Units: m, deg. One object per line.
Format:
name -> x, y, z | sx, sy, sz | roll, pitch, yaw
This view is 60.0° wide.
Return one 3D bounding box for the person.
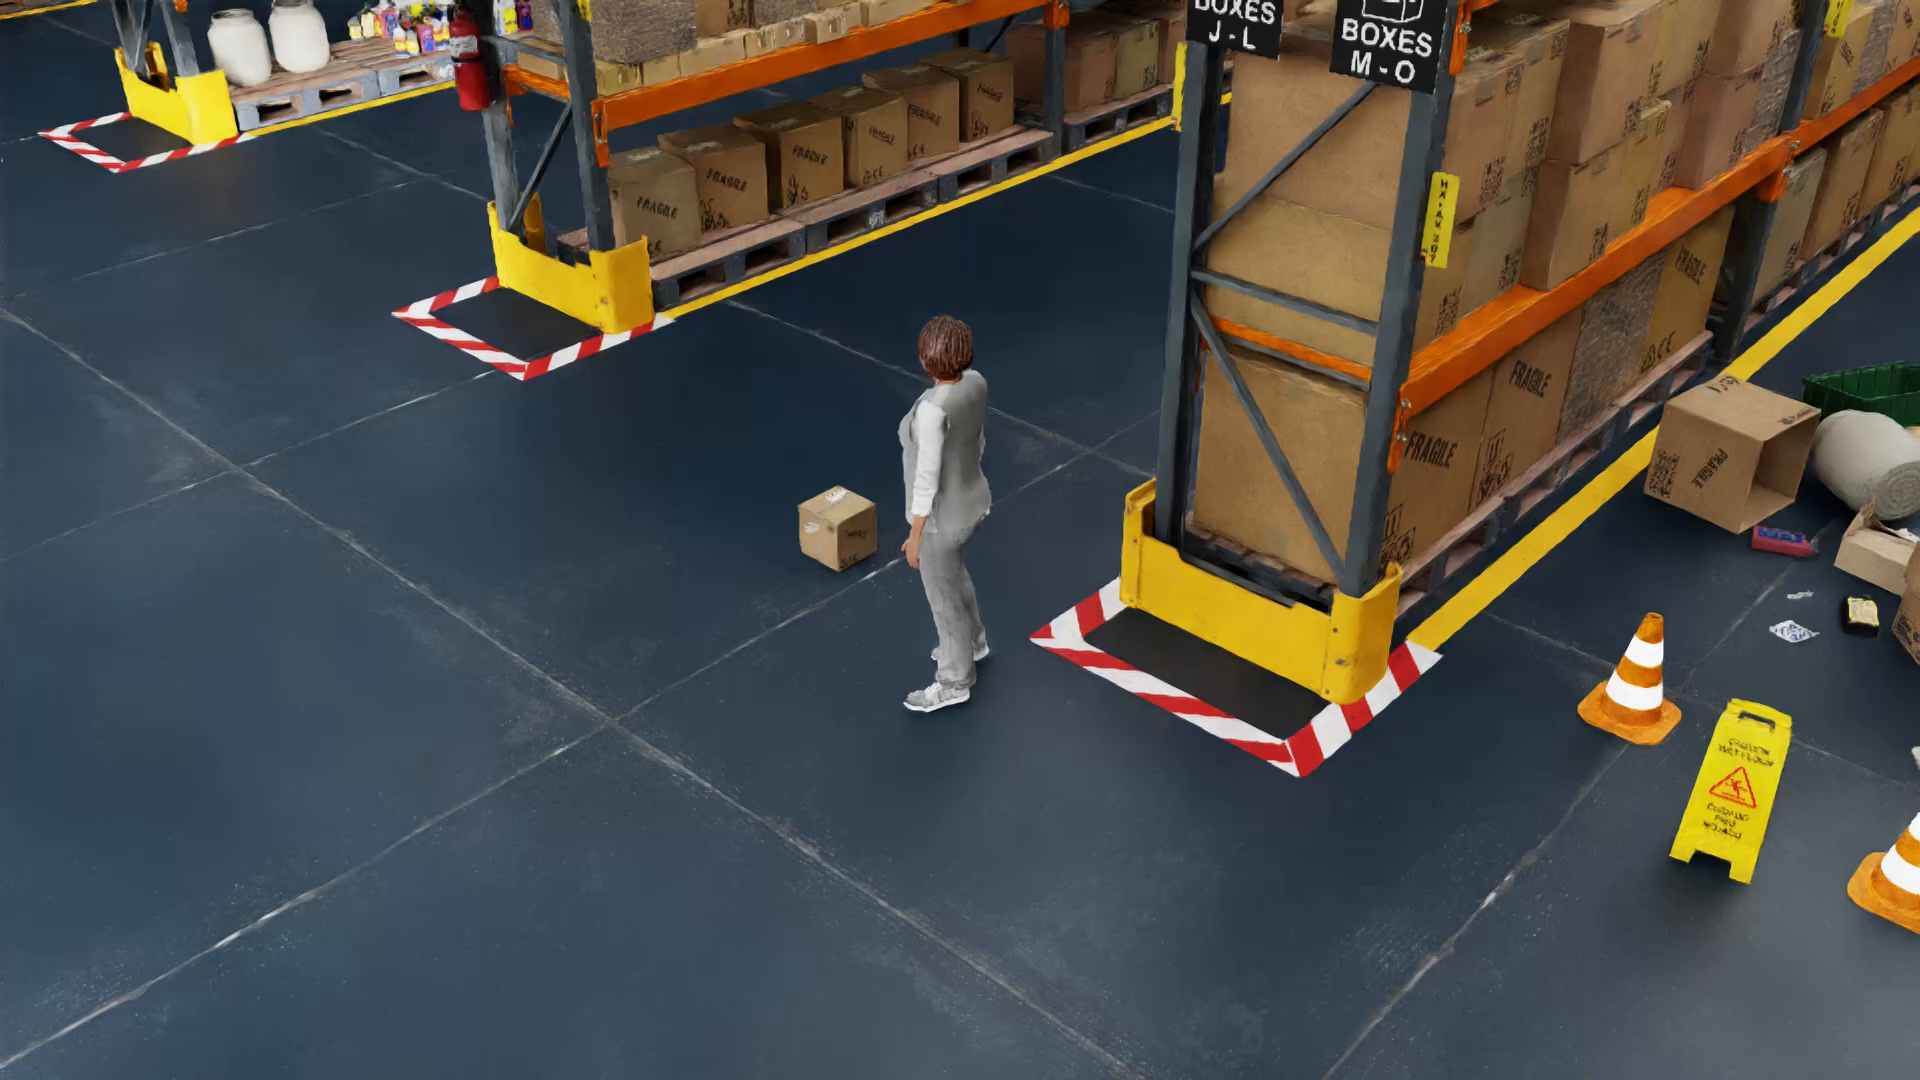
person -> -0.052, -0.083, 6.279 | 0.318, 1.627, 0.492 | 14, 34, 22
